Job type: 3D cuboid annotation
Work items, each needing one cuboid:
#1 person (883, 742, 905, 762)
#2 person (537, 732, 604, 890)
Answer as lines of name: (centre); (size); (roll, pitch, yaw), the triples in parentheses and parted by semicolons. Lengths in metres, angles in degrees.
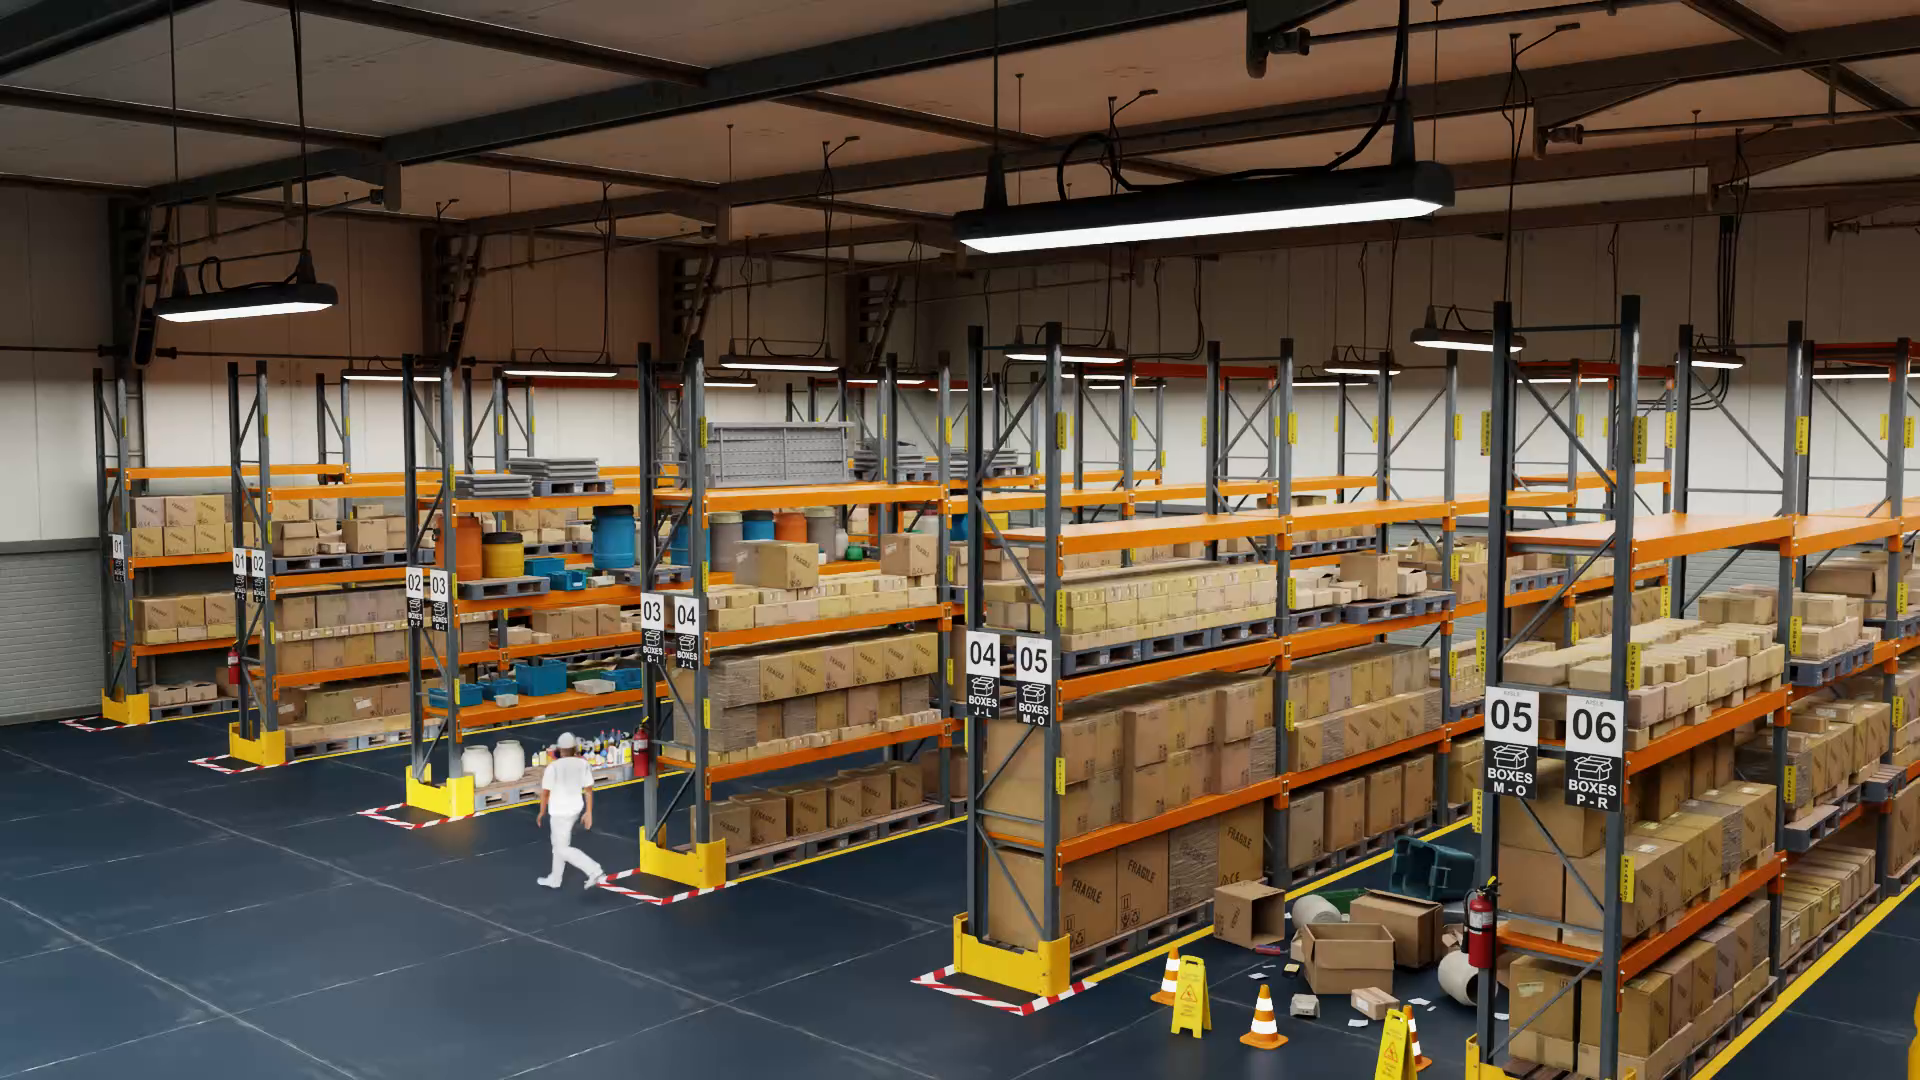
person: (-1.012, 2.541, 24.386); (0.366, 1.664, 0.548); (2, 5, 30)
person: (-4.270, 2.963, 18.094); (0.916, 1.749, 0.495); (1, 4, 13)
